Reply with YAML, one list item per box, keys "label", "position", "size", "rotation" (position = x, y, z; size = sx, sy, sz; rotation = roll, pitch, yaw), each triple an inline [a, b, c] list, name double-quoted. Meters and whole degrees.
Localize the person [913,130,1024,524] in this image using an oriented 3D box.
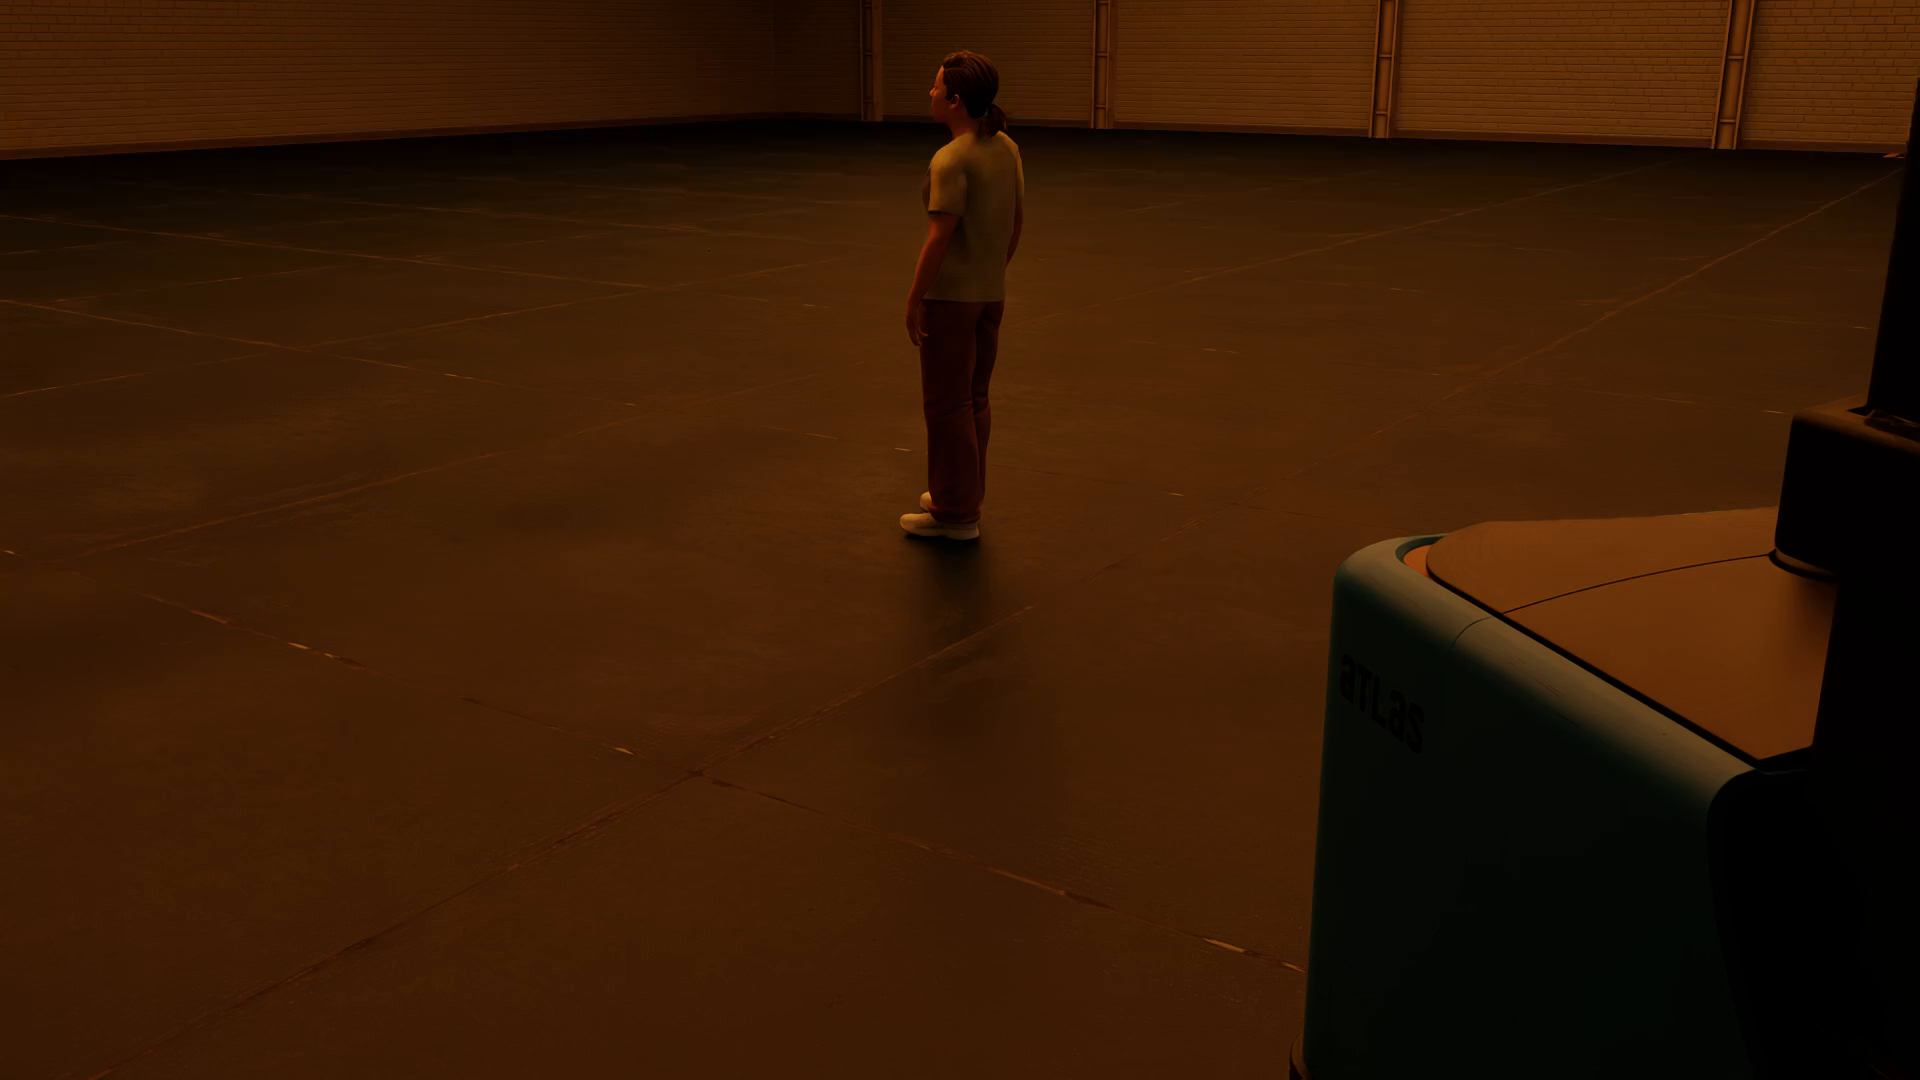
- label: "person"
  position: [-0.020, -0.730, 5.754]
  size: [0.395, 1.361, 0.518]
  rotation: [11, 20, 33]
